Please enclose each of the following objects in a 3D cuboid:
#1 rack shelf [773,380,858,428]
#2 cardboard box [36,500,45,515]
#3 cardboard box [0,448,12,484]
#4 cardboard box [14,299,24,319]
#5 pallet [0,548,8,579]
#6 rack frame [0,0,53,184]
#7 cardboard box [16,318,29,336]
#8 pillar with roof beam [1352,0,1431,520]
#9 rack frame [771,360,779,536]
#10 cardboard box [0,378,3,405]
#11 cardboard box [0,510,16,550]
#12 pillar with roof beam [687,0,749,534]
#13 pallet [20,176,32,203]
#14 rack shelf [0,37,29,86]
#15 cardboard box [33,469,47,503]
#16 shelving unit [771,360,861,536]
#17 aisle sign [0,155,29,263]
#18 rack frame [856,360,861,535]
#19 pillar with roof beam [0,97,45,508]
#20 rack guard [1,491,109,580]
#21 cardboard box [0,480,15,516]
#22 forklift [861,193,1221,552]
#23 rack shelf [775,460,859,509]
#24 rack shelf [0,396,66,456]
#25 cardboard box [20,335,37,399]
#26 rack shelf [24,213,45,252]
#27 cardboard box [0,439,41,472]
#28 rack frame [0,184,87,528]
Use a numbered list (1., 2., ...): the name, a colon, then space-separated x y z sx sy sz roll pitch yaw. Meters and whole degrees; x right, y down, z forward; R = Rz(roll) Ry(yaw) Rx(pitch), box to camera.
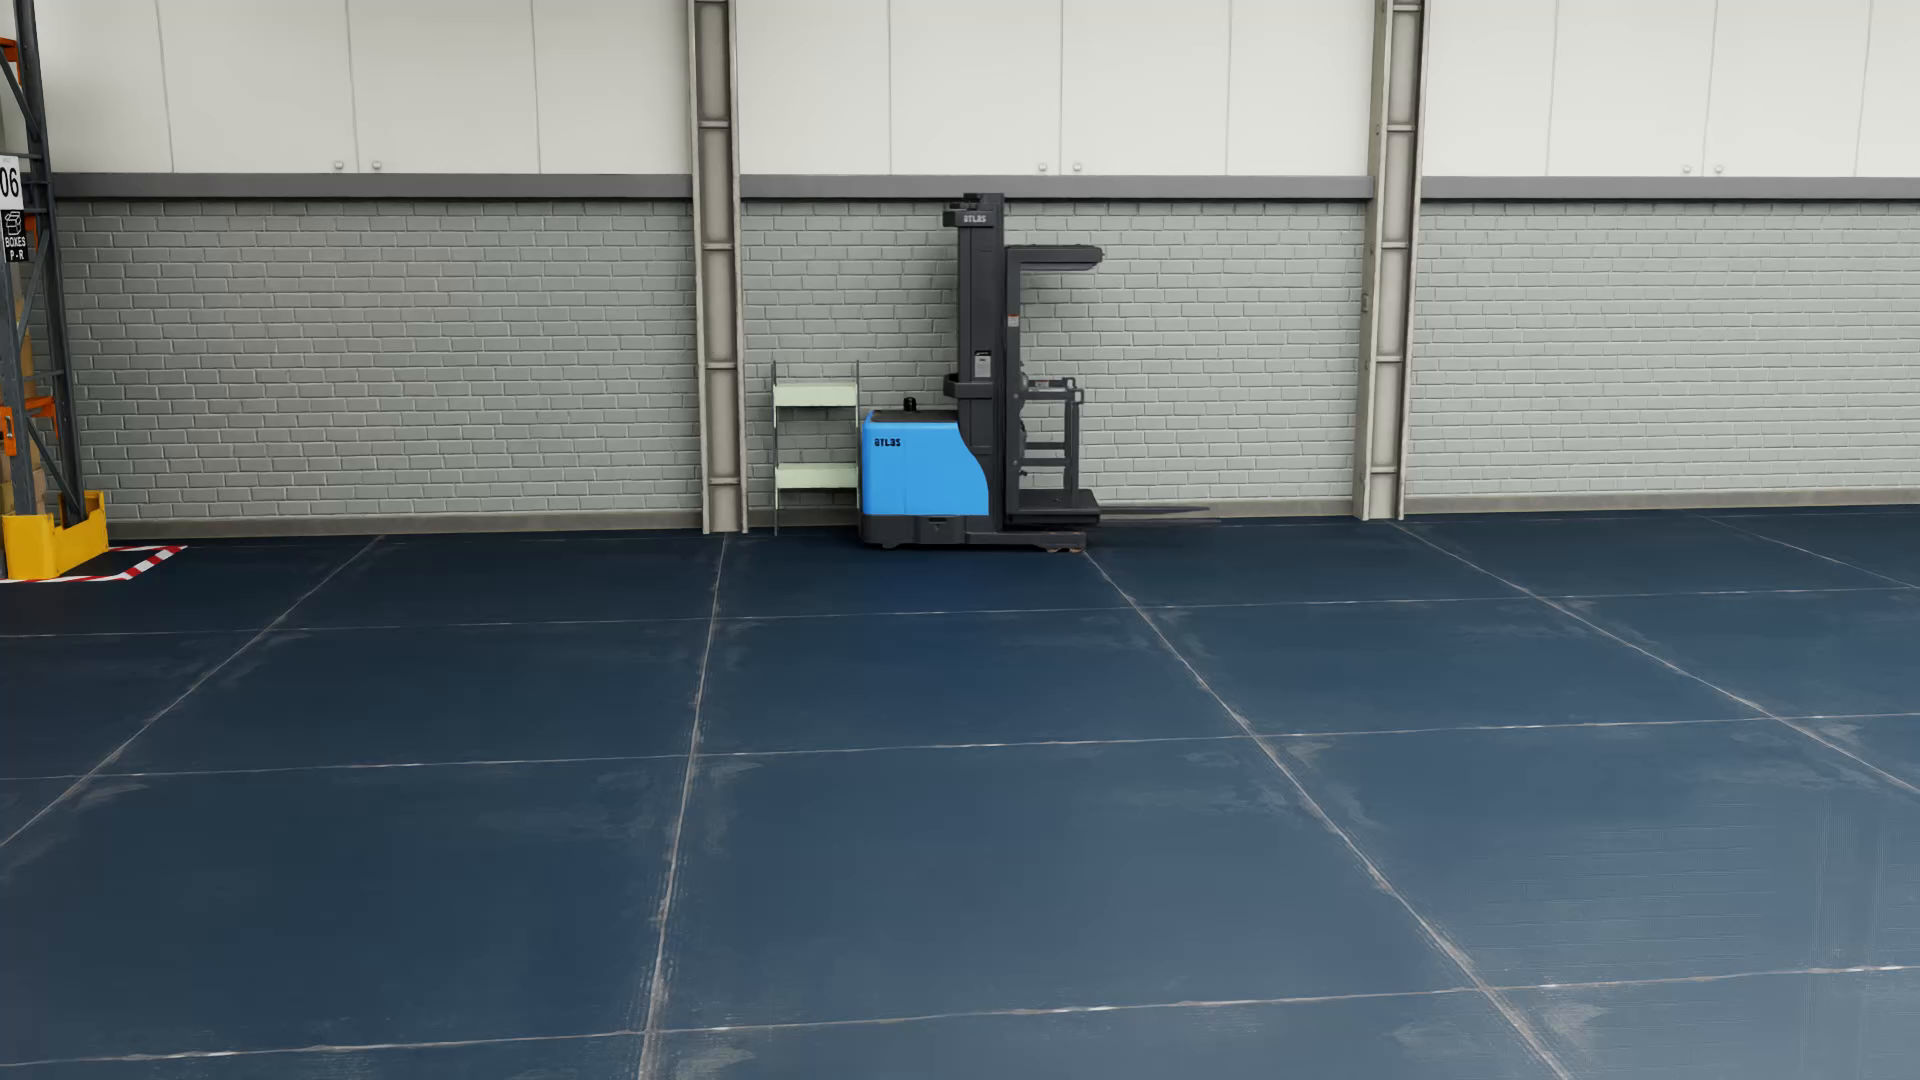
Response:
1. rack shelf: -1.257 -1.196 14.541 0.720 0.370 0.431 -1 11 -3
2. cardboard box: -7.769 -0.162 13.453 0.500 0.250 0.500 -1 11 -6
3. cardboard box: -7.684 -0.555 12.865 0.500 0.250 0.500 -1 11 -4
4. cardboard box: -7.617 -1.825 13.161 0.250 0.149 0.380 -1 11 -7
5. pallet: -8.015 0.115 13.237 1.213 0.211 1.003 -1 11 -6
6. rack frame: -7.260 -4.221 12.511 0.127 3.000 1.000 -1 11 -6
7. cardboard box: -7.625 -1.687 13.234 0.250 0.149 0.380 -1 11 -8
8. pillar with roof beam: 4.345 -3.804 10.388 0.400 9.000 9.100 -1 11 -6
9. rack frame: -1.622 -0.809 14.596 0.023 1.500 0.400 -1 11 -3
10. cardboard box: -7.721 -1.266 12.771 0.500 0.500 0.500 -1 11 -7
11. cardboard box: -7.693 -0.064 12.956 0.500 0.250 0.500 -1 11 -6
12. pillar with roof beam: -1.619 -3.679 9.753 0.400 9.000 9.100 -1 11 -6
13. pallet: -7.965 -2.696 12.759 1.213 0.211 1.003 -1 11 -6
14. rack shelf: -9.248 -3.630 12.407 4.000 0.370 1.077 -1 11 -6
15. cardboard box: -7.750 -0.410 13.419 0.500 0.250 0.500 -1 11 -5
16. shelving unit: -1.257 -0.813 14.616 0.755 1.500 0.431 -1 11 -3
17. aisle sign: -7.163 -2.498 12.559 0.004 0.787 0.394 -1 11 -6
18. rack frame: -0.891 -0.817 14.636 0.023 1.500 0.400 -1 11 -3
19. pillar with roof beam: -7.584 -3.554 9.117 0.400 9.000 9.100 -1 11 -6
20. rack guard: -7.236 -0.051 13.333 0.348 0.500 1.175 -1 11 -6
21. cardboard box: -7.710 -0.309 12.909 0.500 0.250 0.500 -1 11 -7
22. forklift: 0.688 -1.440 14.093 3.031 2.935 1.130 0 11 0
23. rack shelf: -1.257 -0.493 14.679 0.720 0.370 0.431 -1 11 -3
24. rack shelf: -9.248 -0.883 12.947 4.000 0.370 1.077 -1 11 -6
25. cardboard box: -7.782 -1.369 13.298 0.500 0.500 0.500 -1 11 -4
26. rack shelf: -9.248 -2.355 12.658 4.000 0.370 1.077 -1 11 -6
27. cardboard box: -7.758 -0.651 13.351 0.500 0.250 0.500 -1 11 -7
28. rack frame: -7.260 -1.277 13.089 0.127 3.000 1.000 -1 11 -6
